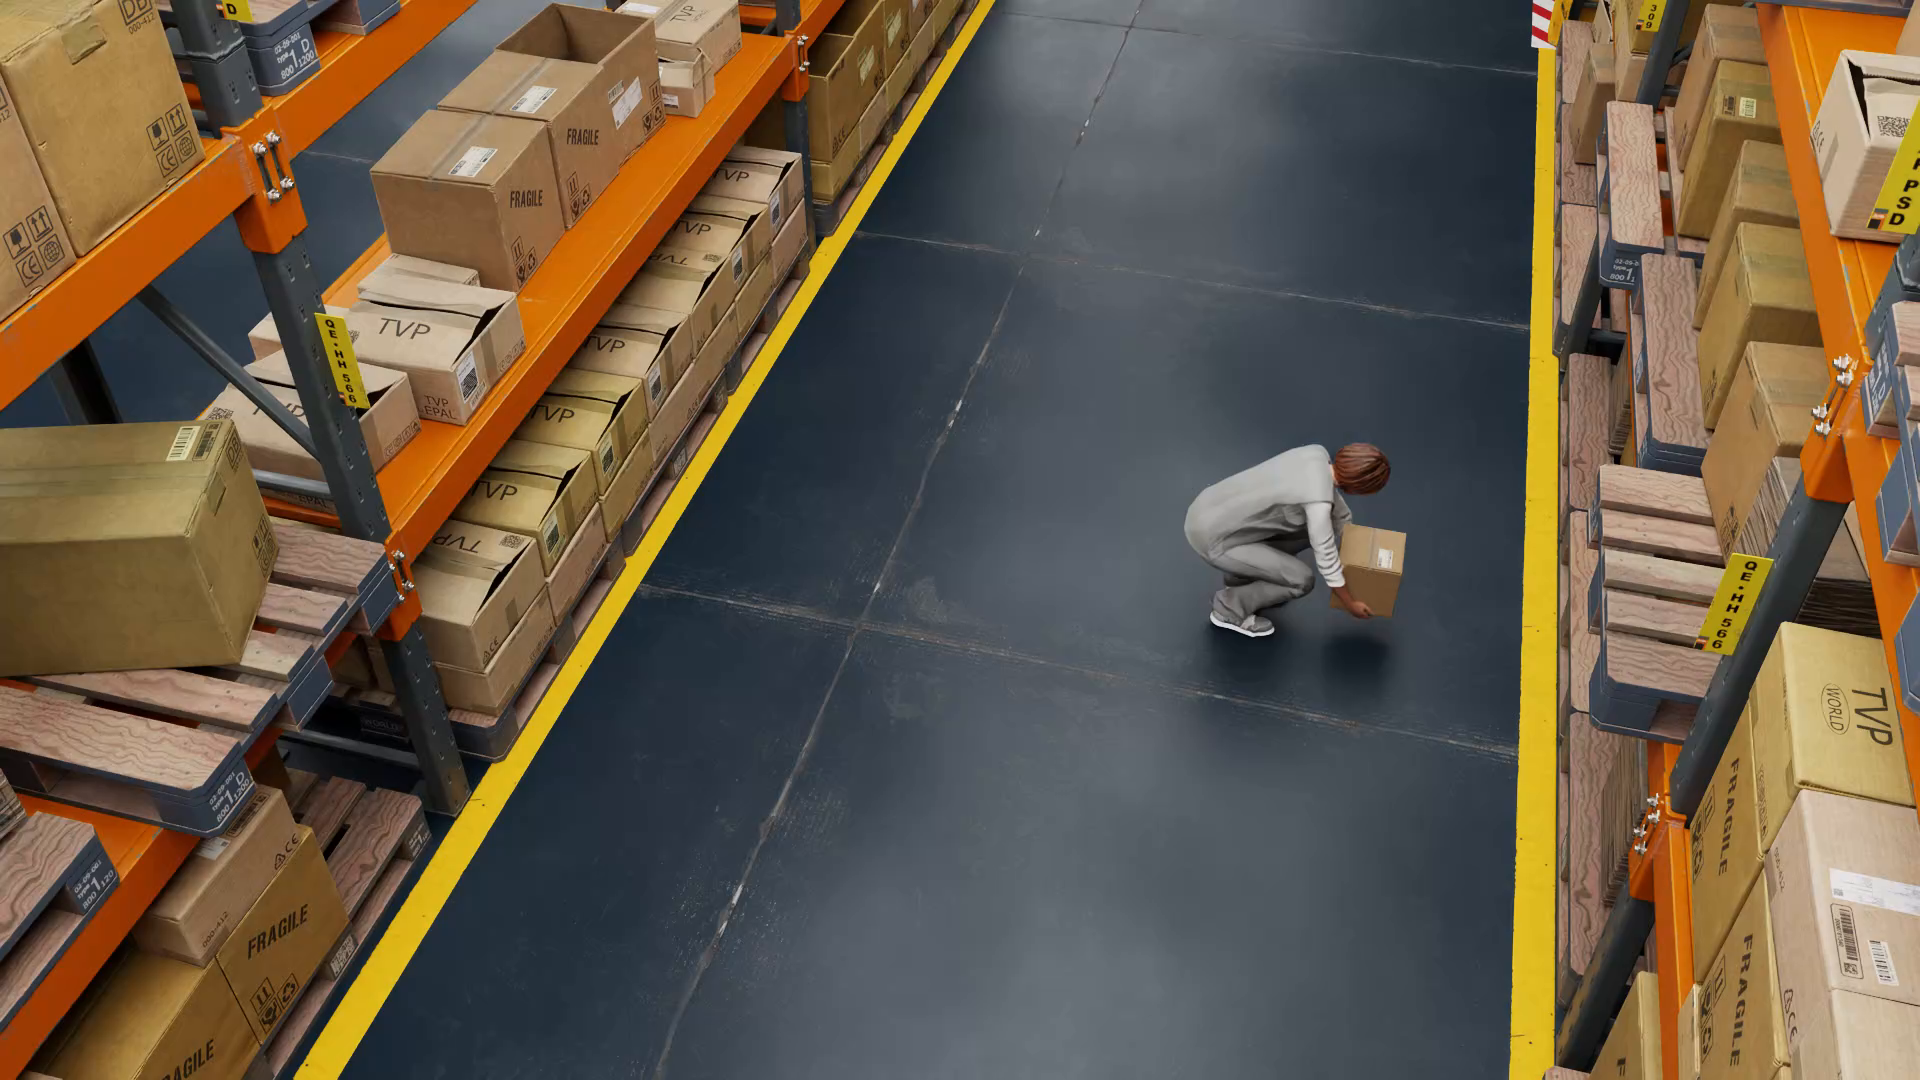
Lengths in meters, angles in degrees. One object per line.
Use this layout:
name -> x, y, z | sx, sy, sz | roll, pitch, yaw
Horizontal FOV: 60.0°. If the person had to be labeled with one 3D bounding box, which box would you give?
person -> 1.317, -0.031, 6.737 | 0.807, 0.890, 0.447 | 10, 43, 11
